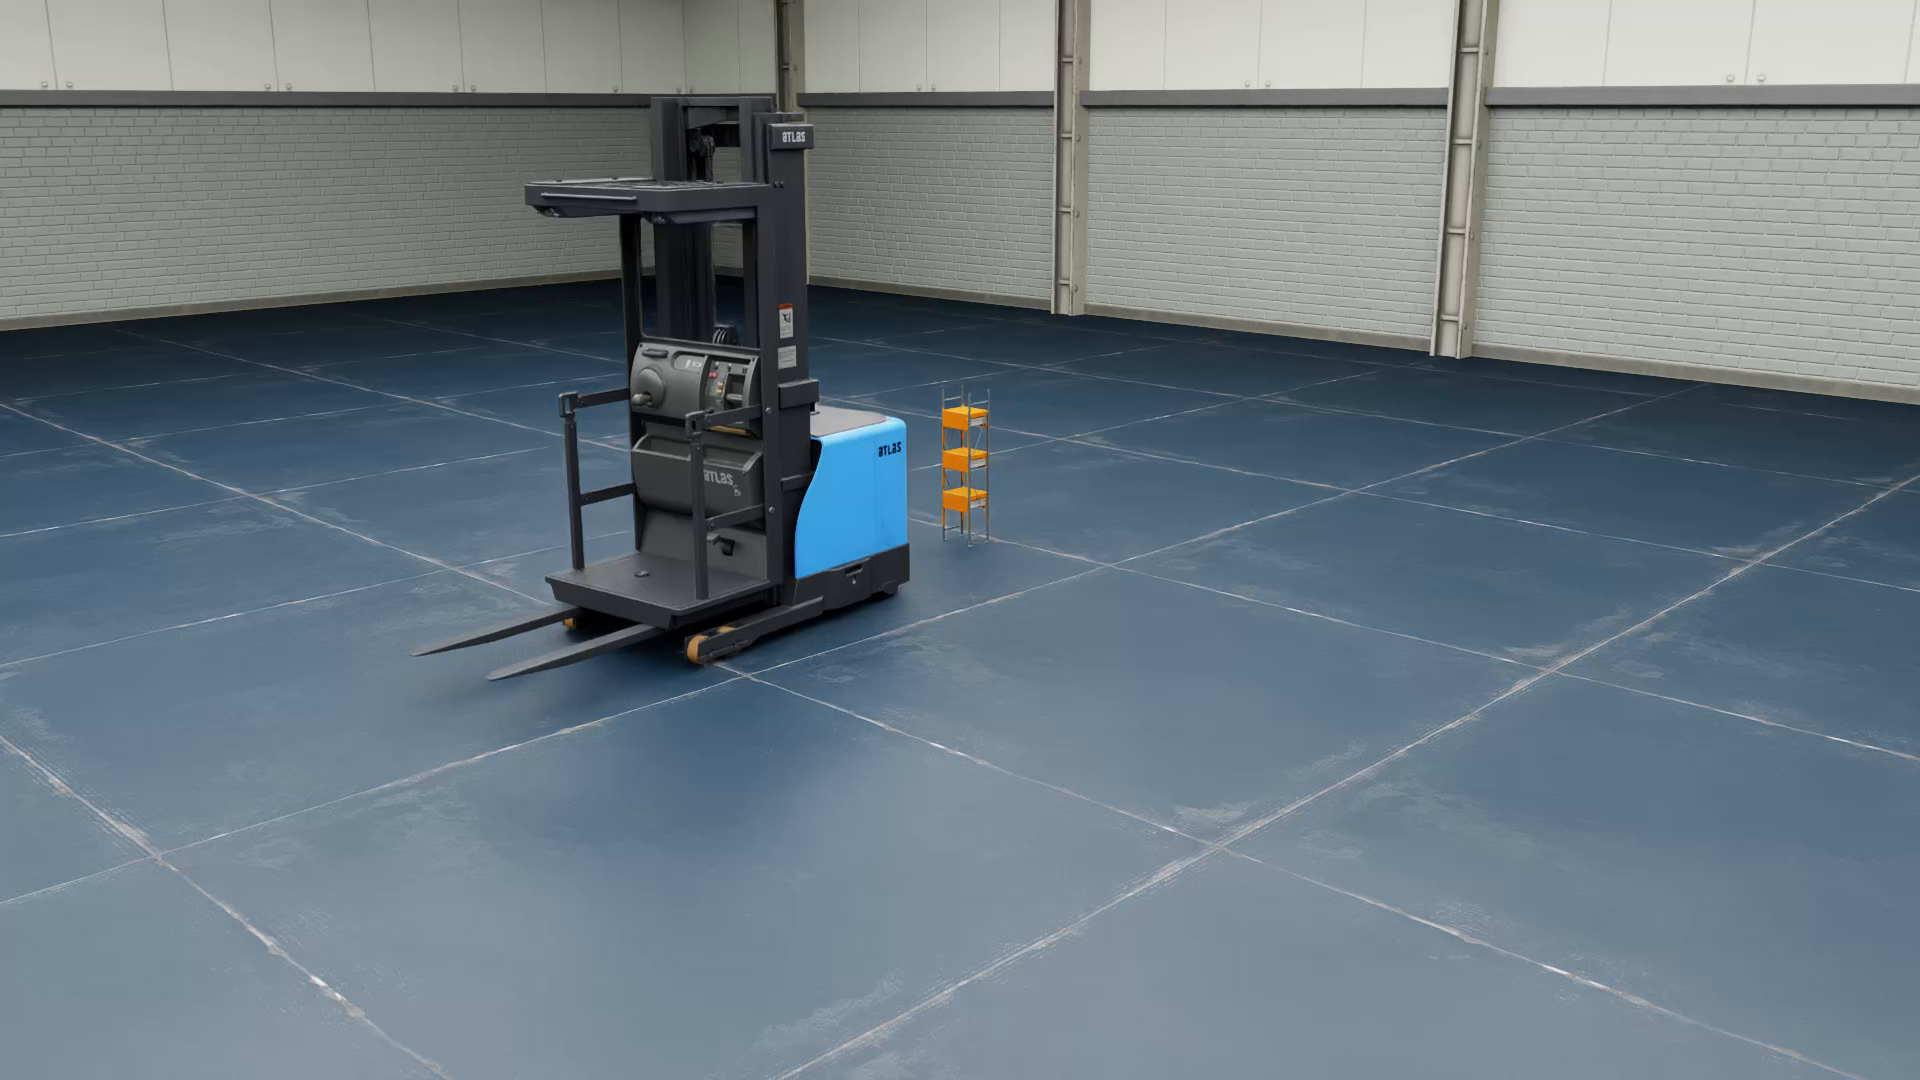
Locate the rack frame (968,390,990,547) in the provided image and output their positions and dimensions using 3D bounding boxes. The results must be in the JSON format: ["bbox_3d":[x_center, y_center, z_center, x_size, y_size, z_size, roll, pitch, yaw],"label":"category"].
[{"bbox_3d":[0.126,-0.477,11.182,0.008,1.050,0.200,14,20,42],"label":"rack frame"}]

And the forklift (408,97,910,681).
[{"bbox_3d":[-1.598,-0.886,9.020,1.130,2.935,3.031,11,18,36],"label":"forklift"}]

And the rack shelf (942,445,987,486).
[{"bbox_3d":[0.039,-0.488,11.266,0.240,0.259,0.215,14,20,42],"label":"rack shelf"}]

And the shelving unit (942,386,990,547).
[{"bbox_3d":[0.039,-0.499,11.264,0.252,1.050,0.215,14,20,42],"label":"shelving unit"}]

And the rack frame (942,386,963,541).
[{"bbox_3d":[-0.049,-0.520,11.346,0.008,1.050,0.200,14,20,42],"label":"rack frame"}]

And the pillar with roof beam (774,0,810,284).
[{"bbox_3d":[-5.752,-7.880,23.829,0.400,9.000,9.100,14,20,42],"label":"pillar with roof beam"}]

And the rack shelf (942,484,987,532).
[{"bbox_3d":[0.039,-0.219,11.337,0.240,0.259,0.215,14,20,42],"label":"rack shelf"}]

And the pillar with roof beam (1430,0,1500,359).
[{"bbox_3d":[2.887,-5.780,15.769,0.400,9.000,9.100,14,20,42],"label":"pillar with roof beam"}]

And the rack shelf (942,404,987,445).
[{"bbox_3d":[0.039,-0.763,11.195,0.240,0.259,0.215,14,20,42],"label":"rack shelf"}]

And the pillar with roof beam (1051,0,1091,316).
[{"bbox_3d":[-1.432,-6.830,19.799,0.400,9.000,9.100,14,20,42],"label":"pillar with roof beam"}]
